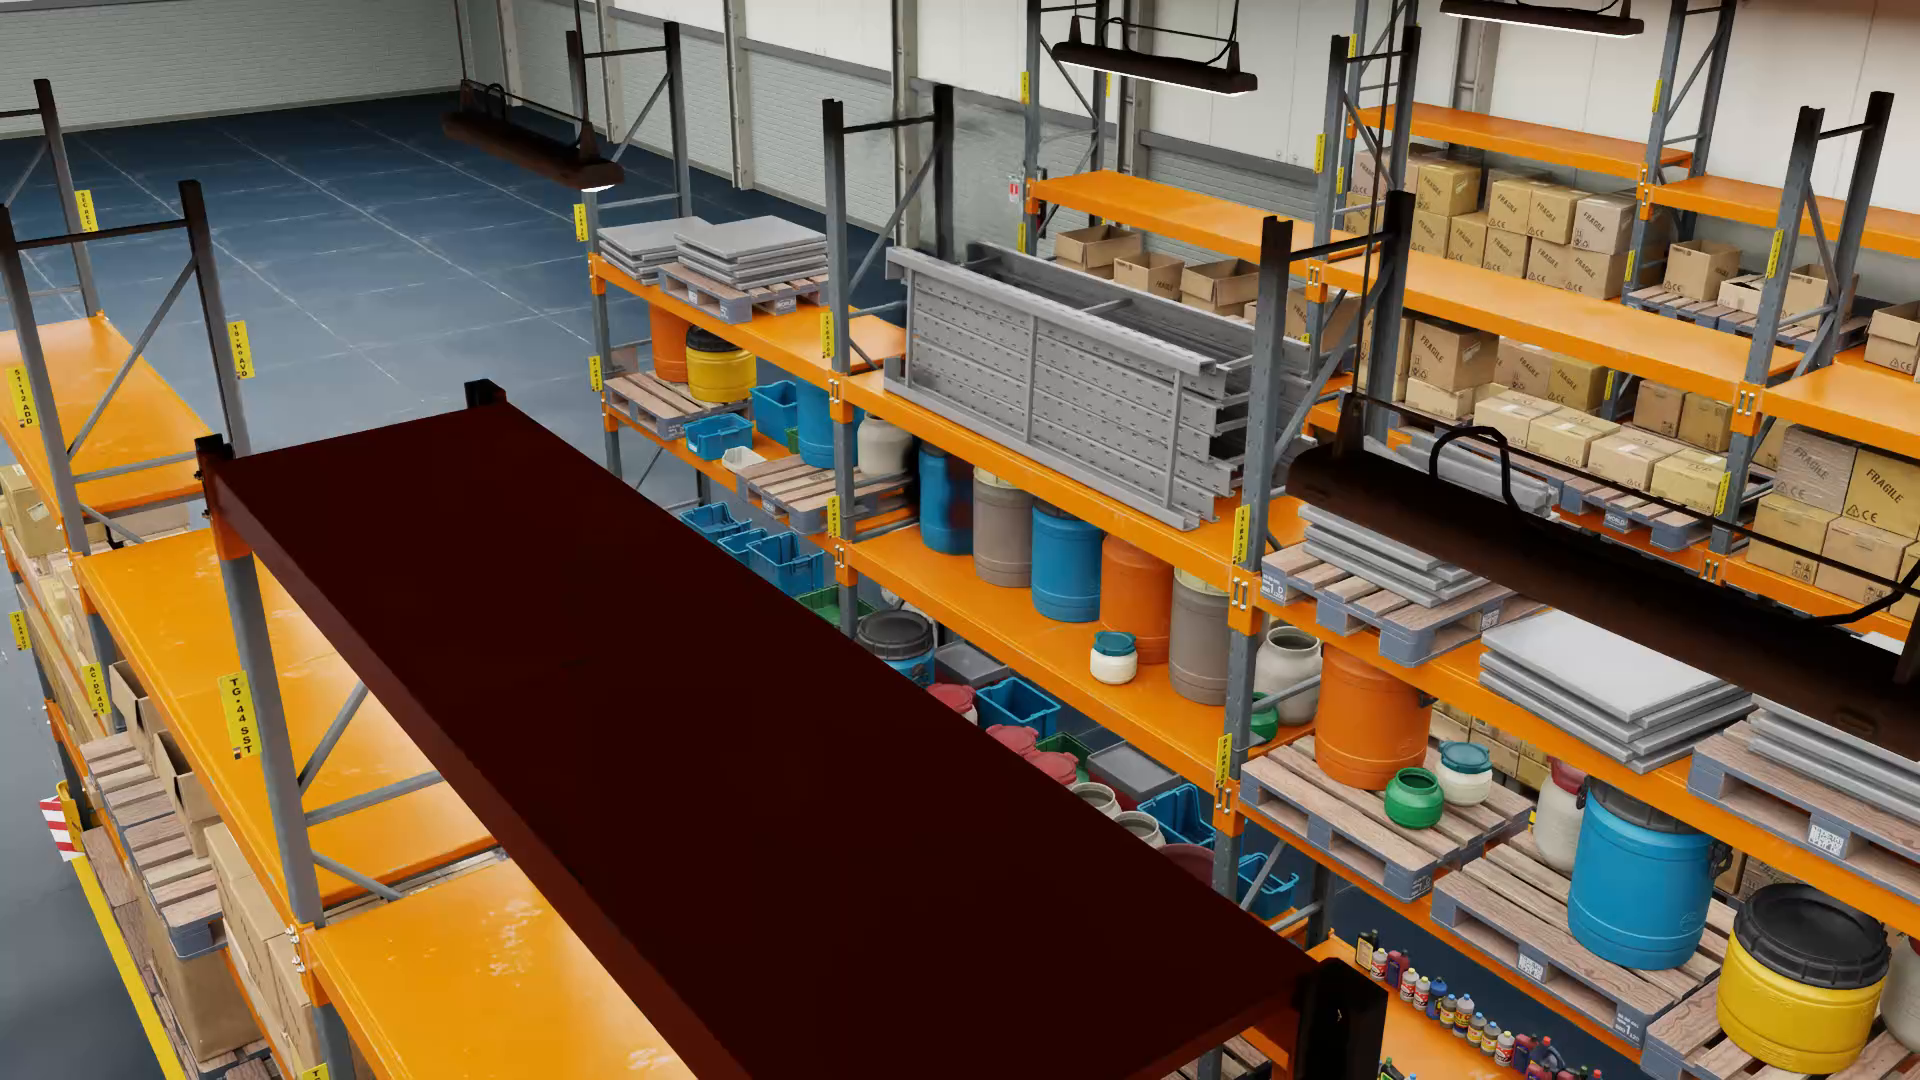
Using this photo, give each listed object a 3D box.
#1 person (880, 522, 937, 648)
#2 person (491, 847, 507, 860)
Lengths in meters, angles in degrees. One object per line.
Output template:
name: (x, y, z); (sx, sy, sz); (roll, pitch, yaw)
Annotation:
person: (-0.510, 0.273, 16.364); (0.828, 1.713, 0.687); (18, 30, 34)
person: (-3.905, 1.776, 12.968); (0.562, 1.591, 0.821); (-20, 31, -37)
